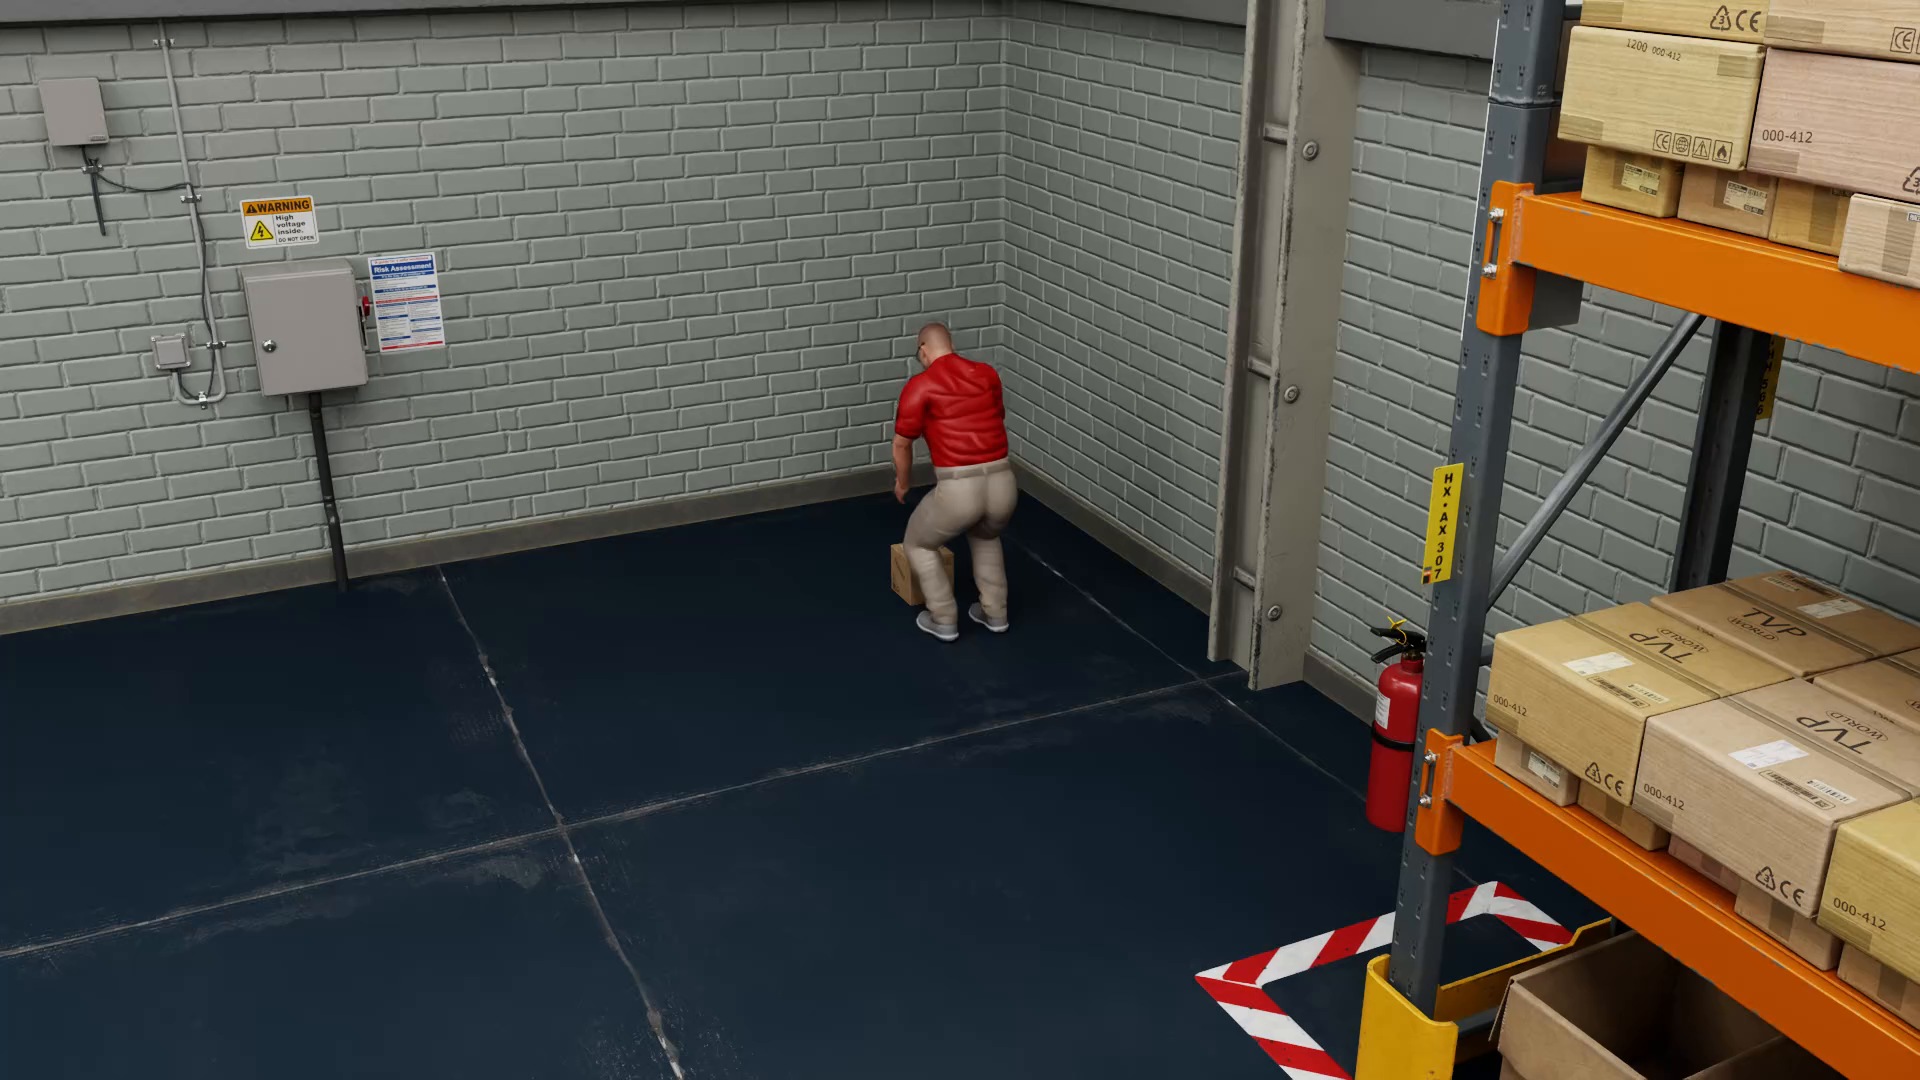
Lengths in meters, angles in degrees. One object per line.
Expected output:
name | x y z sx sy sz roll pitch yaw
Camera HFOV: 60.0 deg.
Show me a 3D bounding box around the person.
person | -0.026 -0.252 8.055 0.586 1.501 0.621 -10 24 -23
